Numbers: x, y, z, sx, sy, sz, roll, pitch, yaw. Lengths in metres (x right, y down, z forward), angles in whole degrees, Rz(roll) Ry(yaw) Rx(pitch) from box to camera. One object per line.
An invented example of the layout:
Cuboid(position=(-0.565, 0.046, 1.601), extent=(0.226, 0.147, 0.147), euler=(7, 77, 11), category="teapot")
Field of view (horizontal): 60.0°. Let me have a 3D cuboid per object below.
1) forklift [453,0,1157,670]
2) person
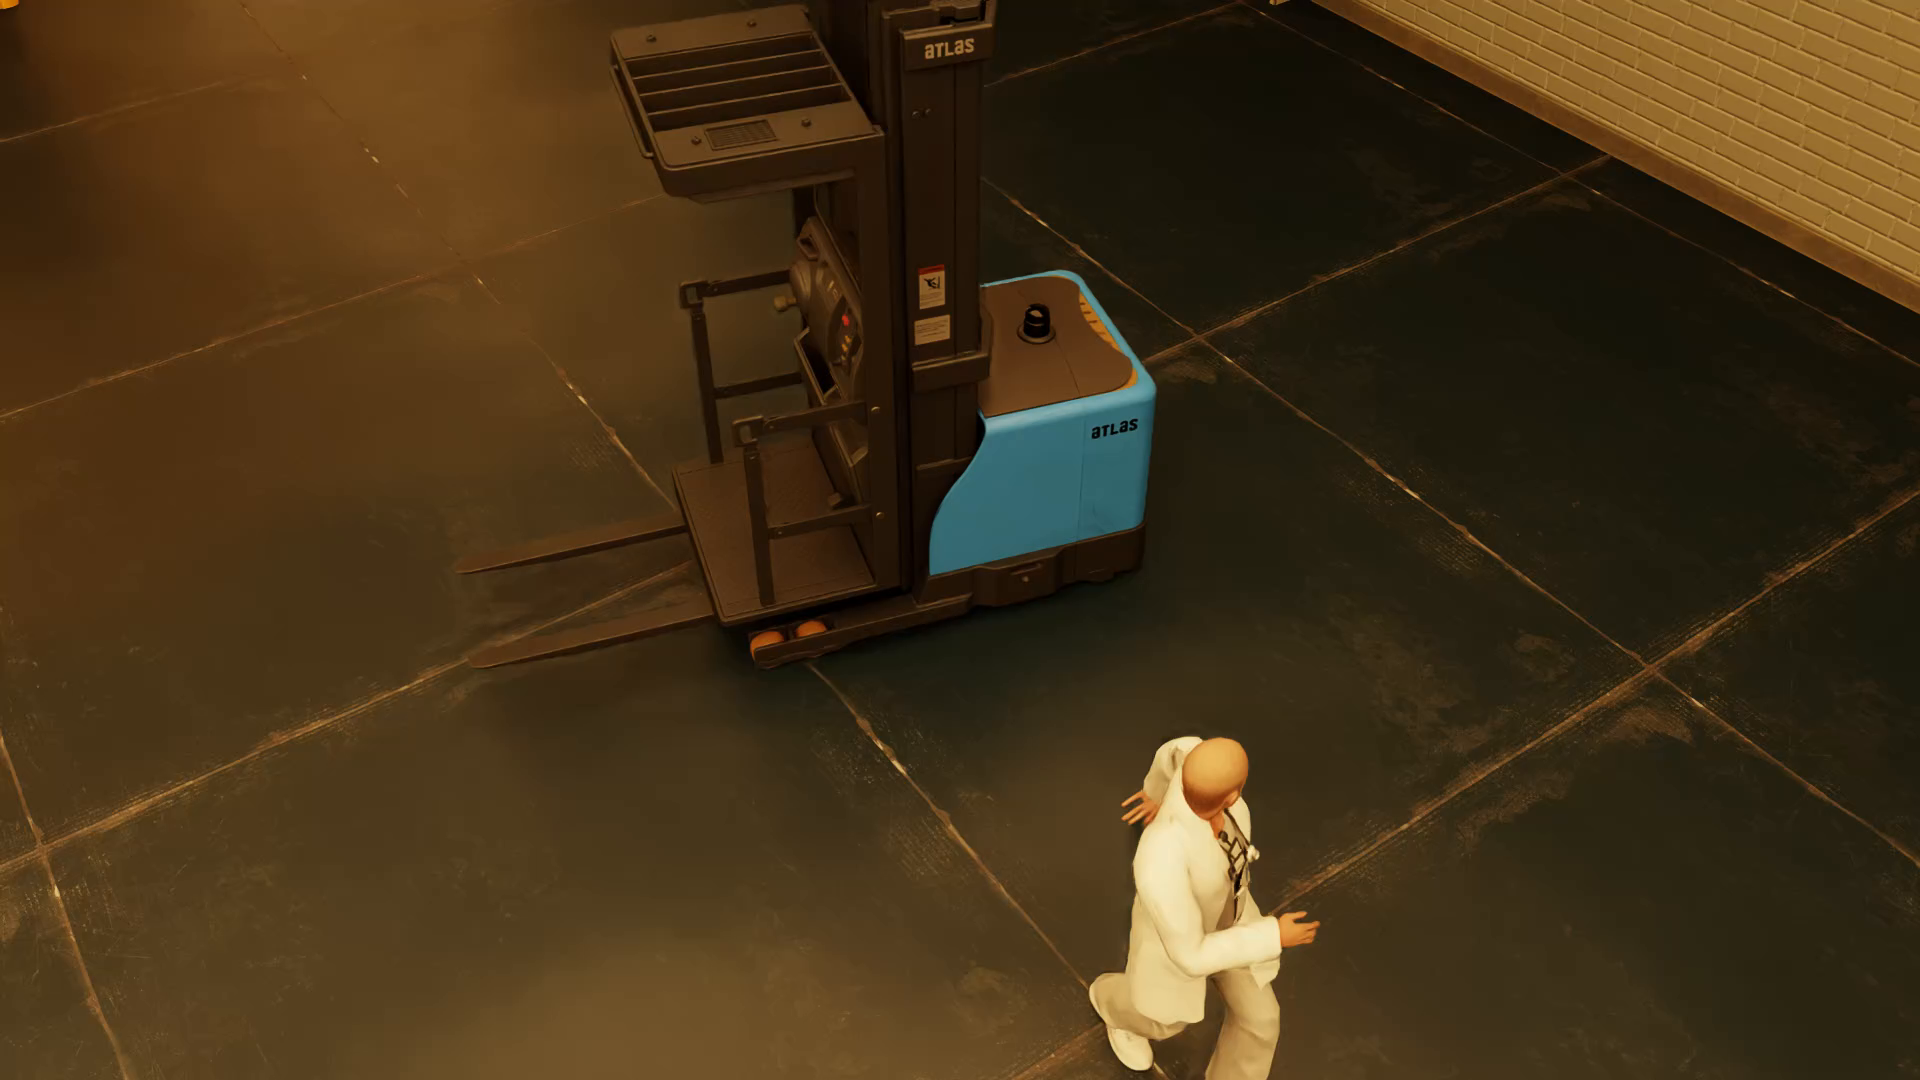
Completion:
Cuboid(position=(-0.724, -0.922, 6.715), extent=(3.031, 2.935, 1.130), euler=(-13, 44, -14), category="forklift")
Cuboid(position=(0.757, 1.256, 5.308), extent=(0.613, 1.697, 1.009), euler=(-31, 51, -29), category="person")
